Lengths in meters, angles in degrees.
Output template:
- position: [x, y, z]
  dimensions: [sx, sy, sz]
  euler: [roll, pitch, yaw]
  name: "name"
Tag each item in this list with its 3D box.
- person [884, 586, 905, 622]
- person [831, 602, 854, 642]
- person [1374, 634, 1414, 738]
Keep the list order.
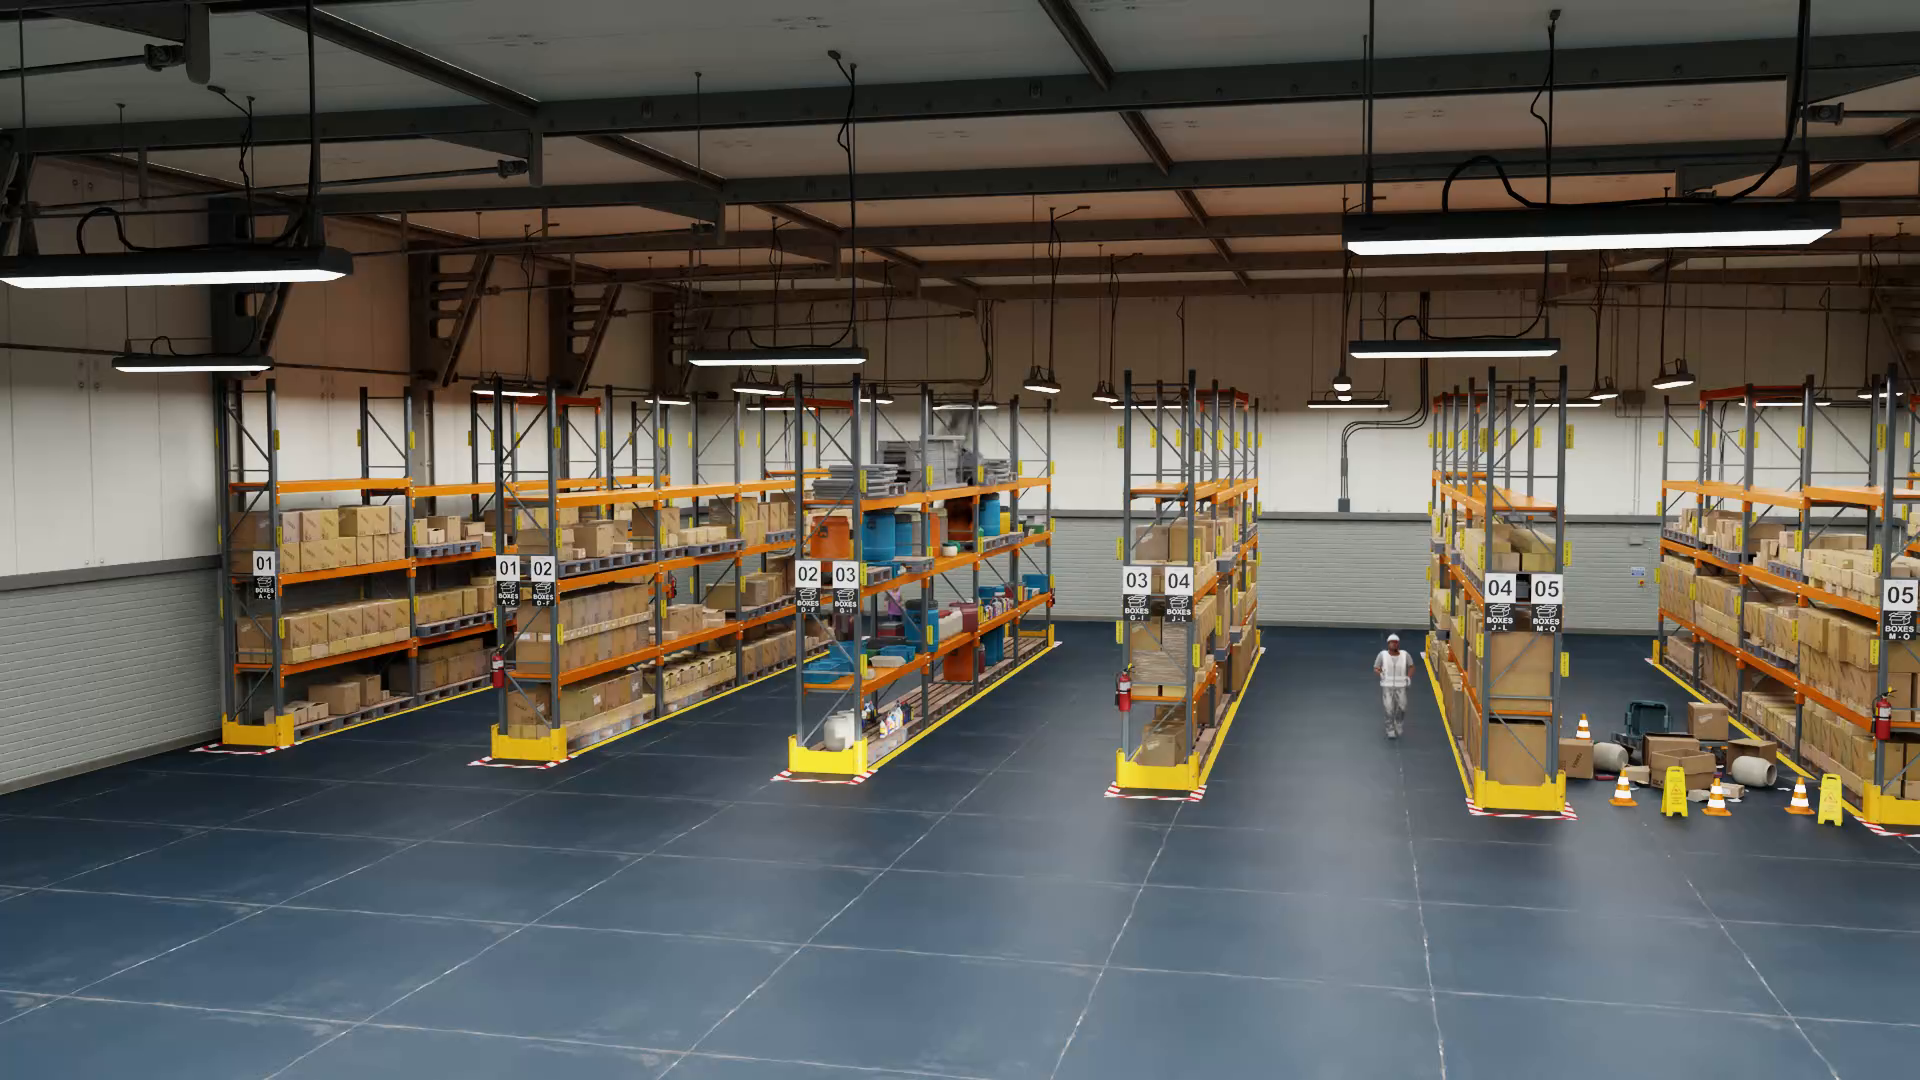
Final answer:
- position: [-1.566, 1.803, 39.754]
  dimensions: [0.520, 1.626, 0.796]
  euler: [0, 3, -1]
  name: "person"
- position: [-2.271, 1.837, 33.205]
  dimensions: [0.662, 1.823, 0.984]
  euler: [0, 3, 3]
  name: "person"
- position: [7.262, 2.454, 27.803]
  dimensions: [0.669, 1.737, 0.589]
  euler: [1, 3, 10]
  name: "person"
